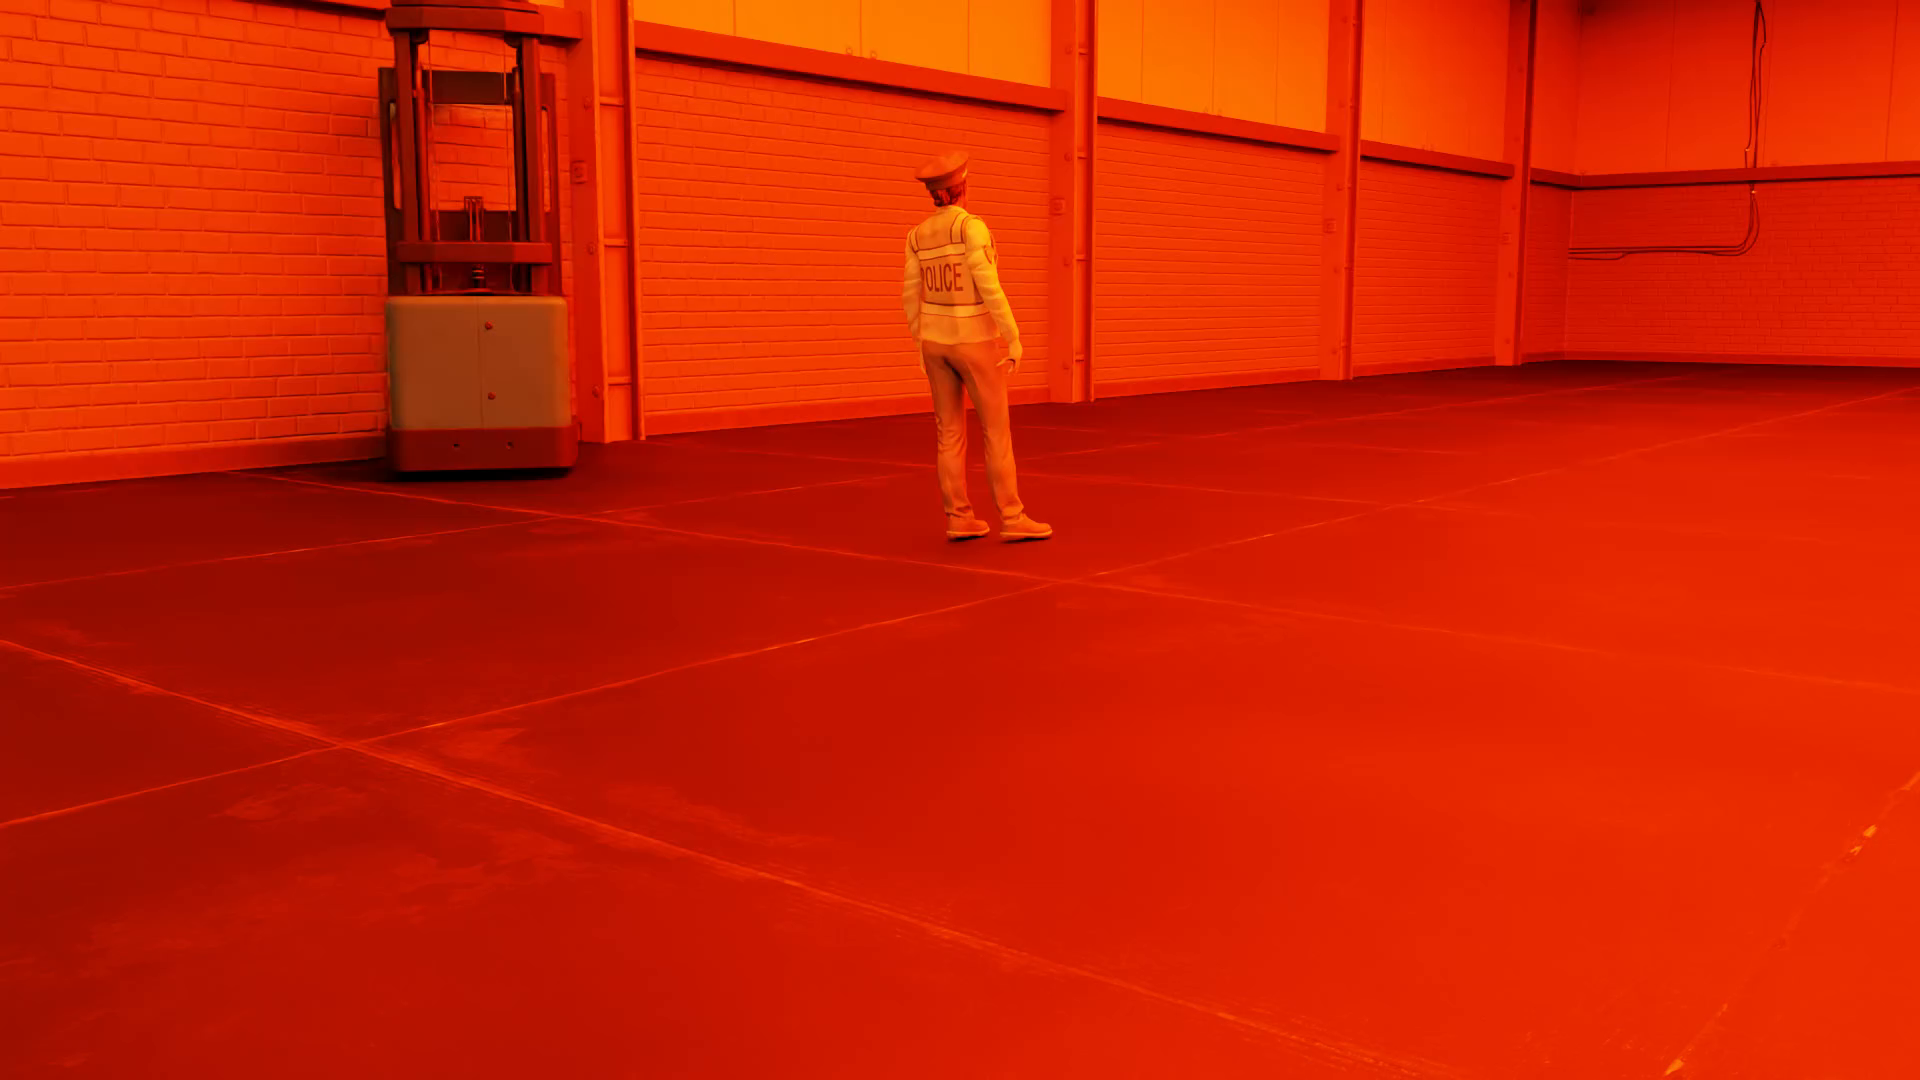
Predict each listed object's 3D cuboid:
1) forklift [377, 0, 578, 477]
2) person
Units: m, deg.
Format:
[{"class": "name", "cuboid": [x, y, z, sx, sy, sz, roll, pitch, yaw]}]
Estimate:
[{"class": "forklift", "cuboid": [-3.204, -2.003, 10.972, 1.130, 2.935, 3.031, -2, 9, -16]}, {"class": "person", "cuboid": [0.049, -0.853, 7.330, 0.587, 1.694, 0.530, 7, 11, 38]}]
